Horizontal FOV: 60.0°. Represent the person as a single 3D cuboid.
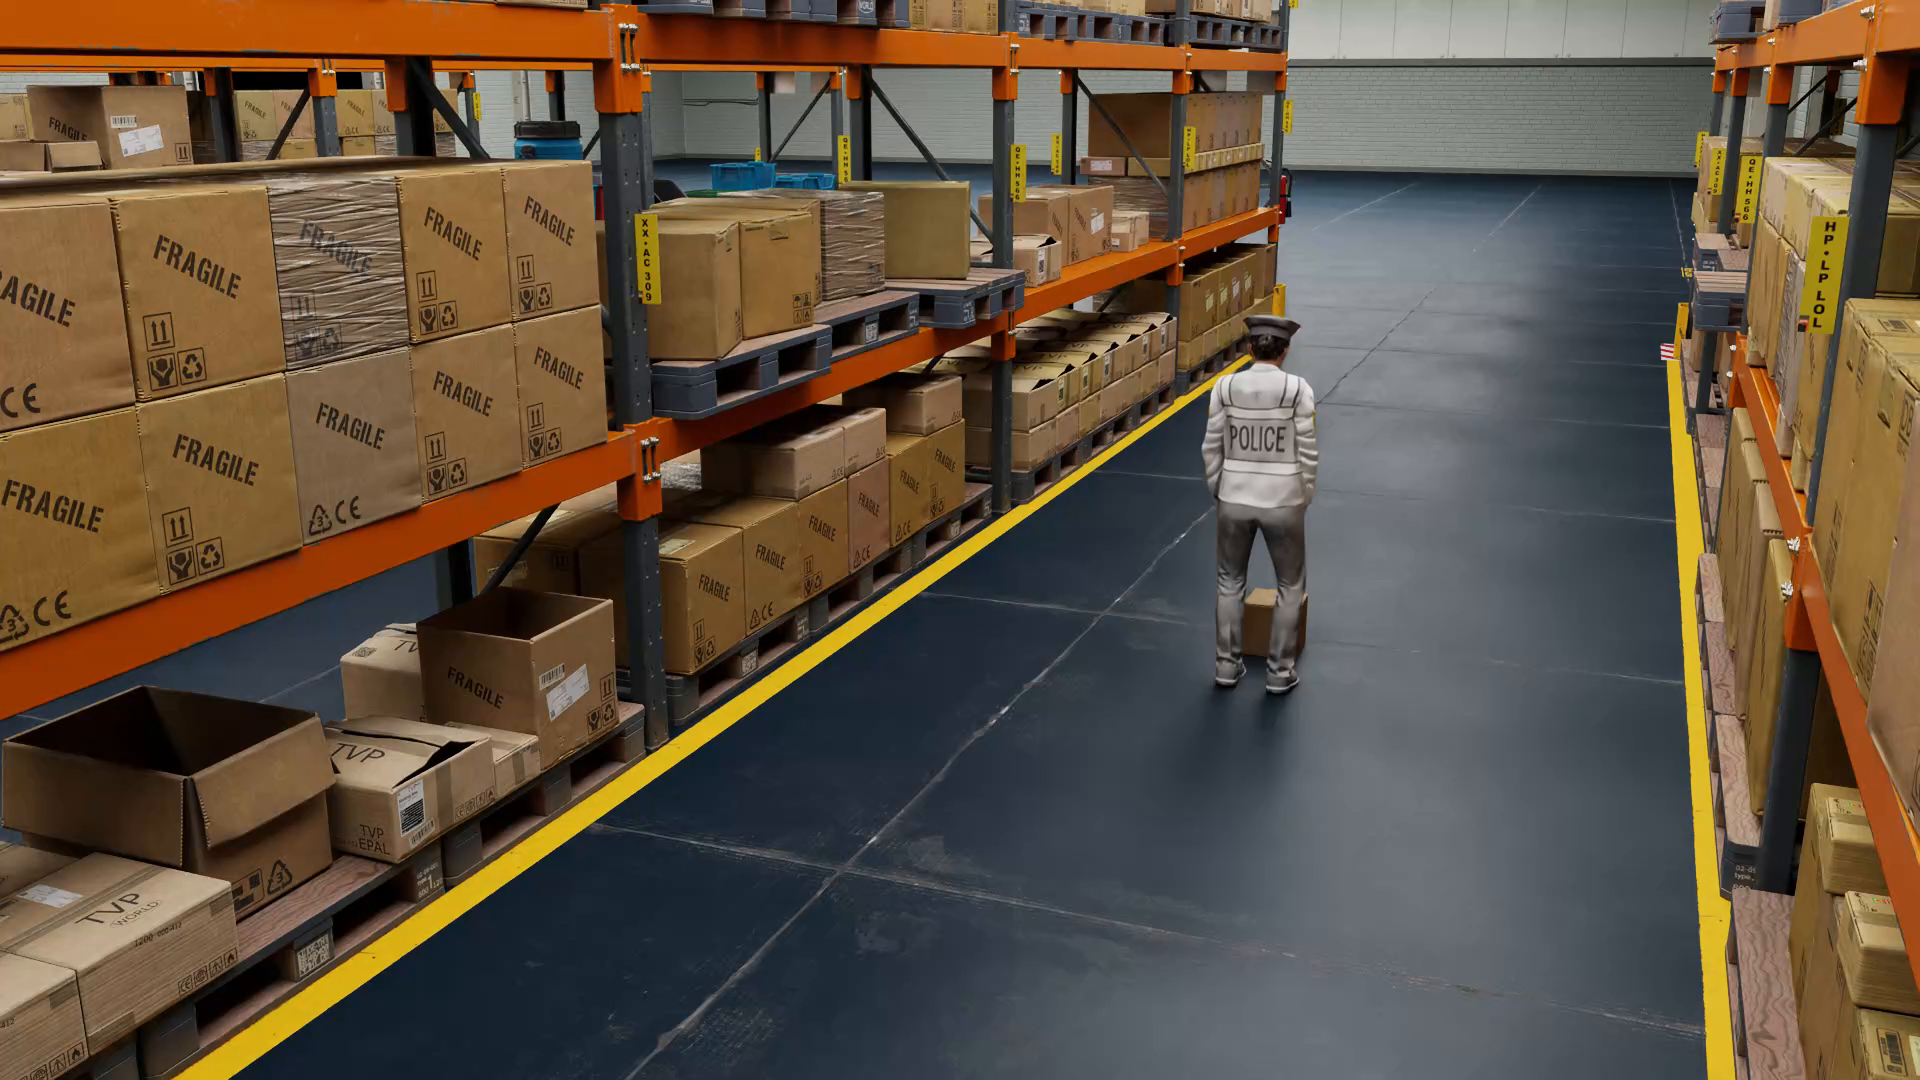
[{"bbox_3d":[1.283,-0.152,7.166,0.500,1.626,0.446,6,17,22],"label":"person"}]
